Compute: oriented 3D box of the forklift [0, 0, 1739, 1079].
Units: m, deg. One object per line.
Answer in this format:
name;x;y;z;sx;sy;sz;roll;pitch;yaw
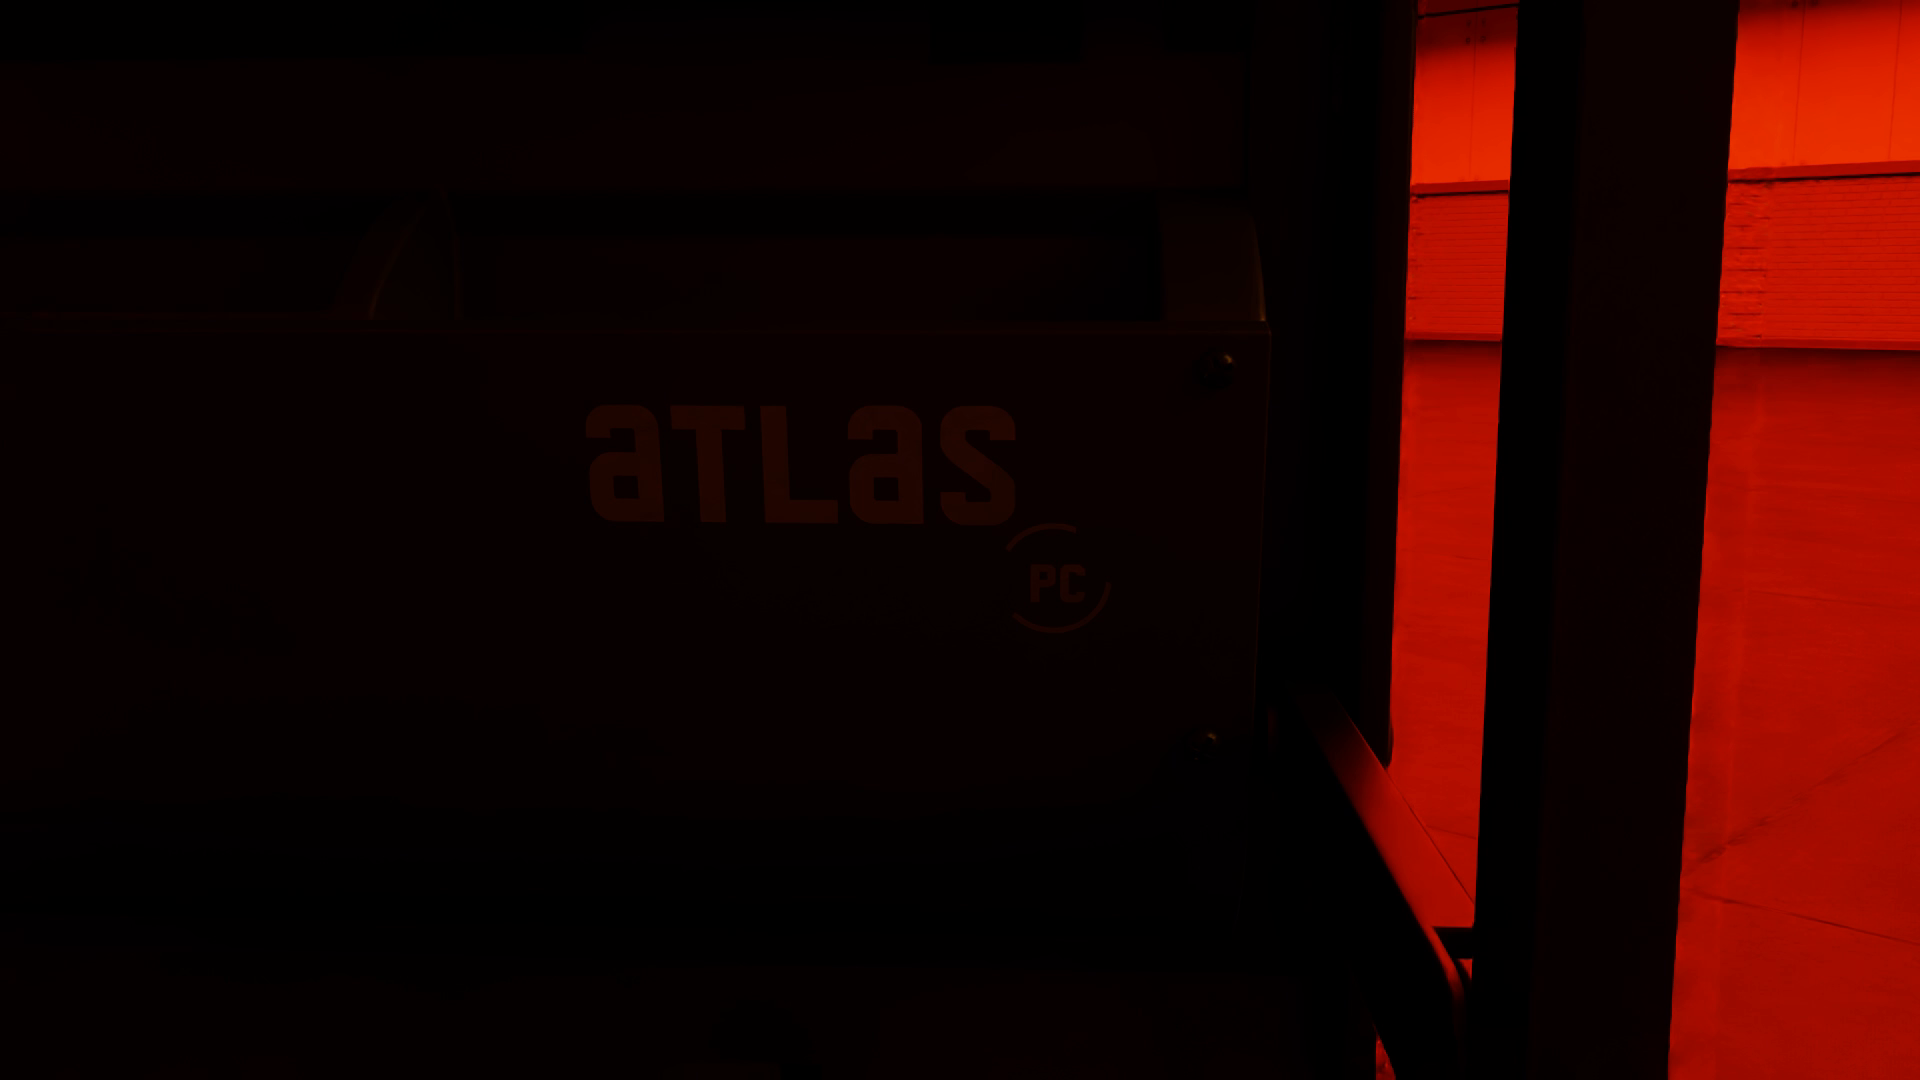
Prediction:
forklift;-0.318;-0.567;0.635;1.130;2.935;3.031;1;9;4
